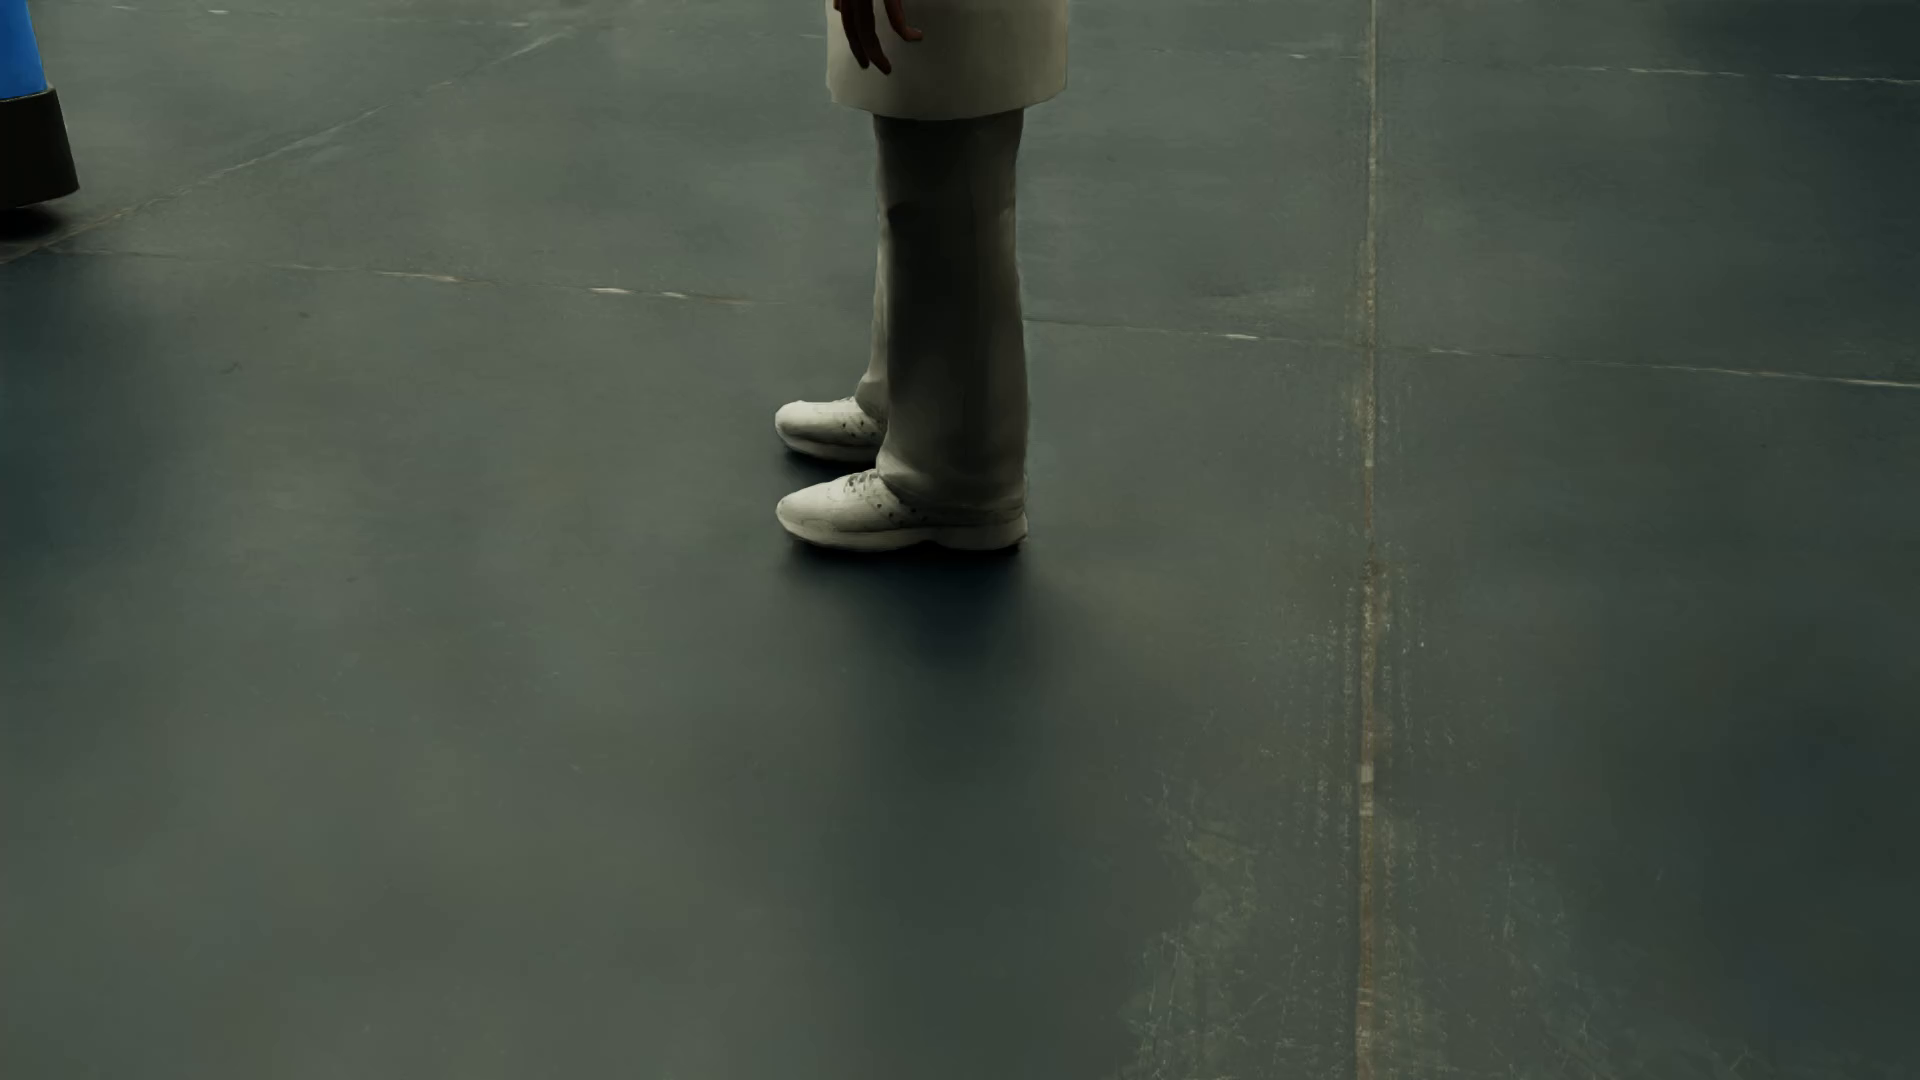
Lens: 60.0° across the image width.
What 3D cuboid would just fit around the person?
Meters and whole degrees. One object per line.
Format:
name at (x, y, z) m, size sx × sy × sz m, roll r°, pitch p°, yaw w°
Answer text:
person at (-0.088, -0.811, 2.118) m, size 0.579 × 1.776 × 0.694 m, roll 6°, pitch 27°, yaw 11°

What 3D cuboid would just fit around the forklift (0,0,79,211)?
forklift at (-3.647, -2.264, 3.734) m, size 3.031 × 2.935 × 1.130 m, roll 16°, pitch 31°, yaw 29°
